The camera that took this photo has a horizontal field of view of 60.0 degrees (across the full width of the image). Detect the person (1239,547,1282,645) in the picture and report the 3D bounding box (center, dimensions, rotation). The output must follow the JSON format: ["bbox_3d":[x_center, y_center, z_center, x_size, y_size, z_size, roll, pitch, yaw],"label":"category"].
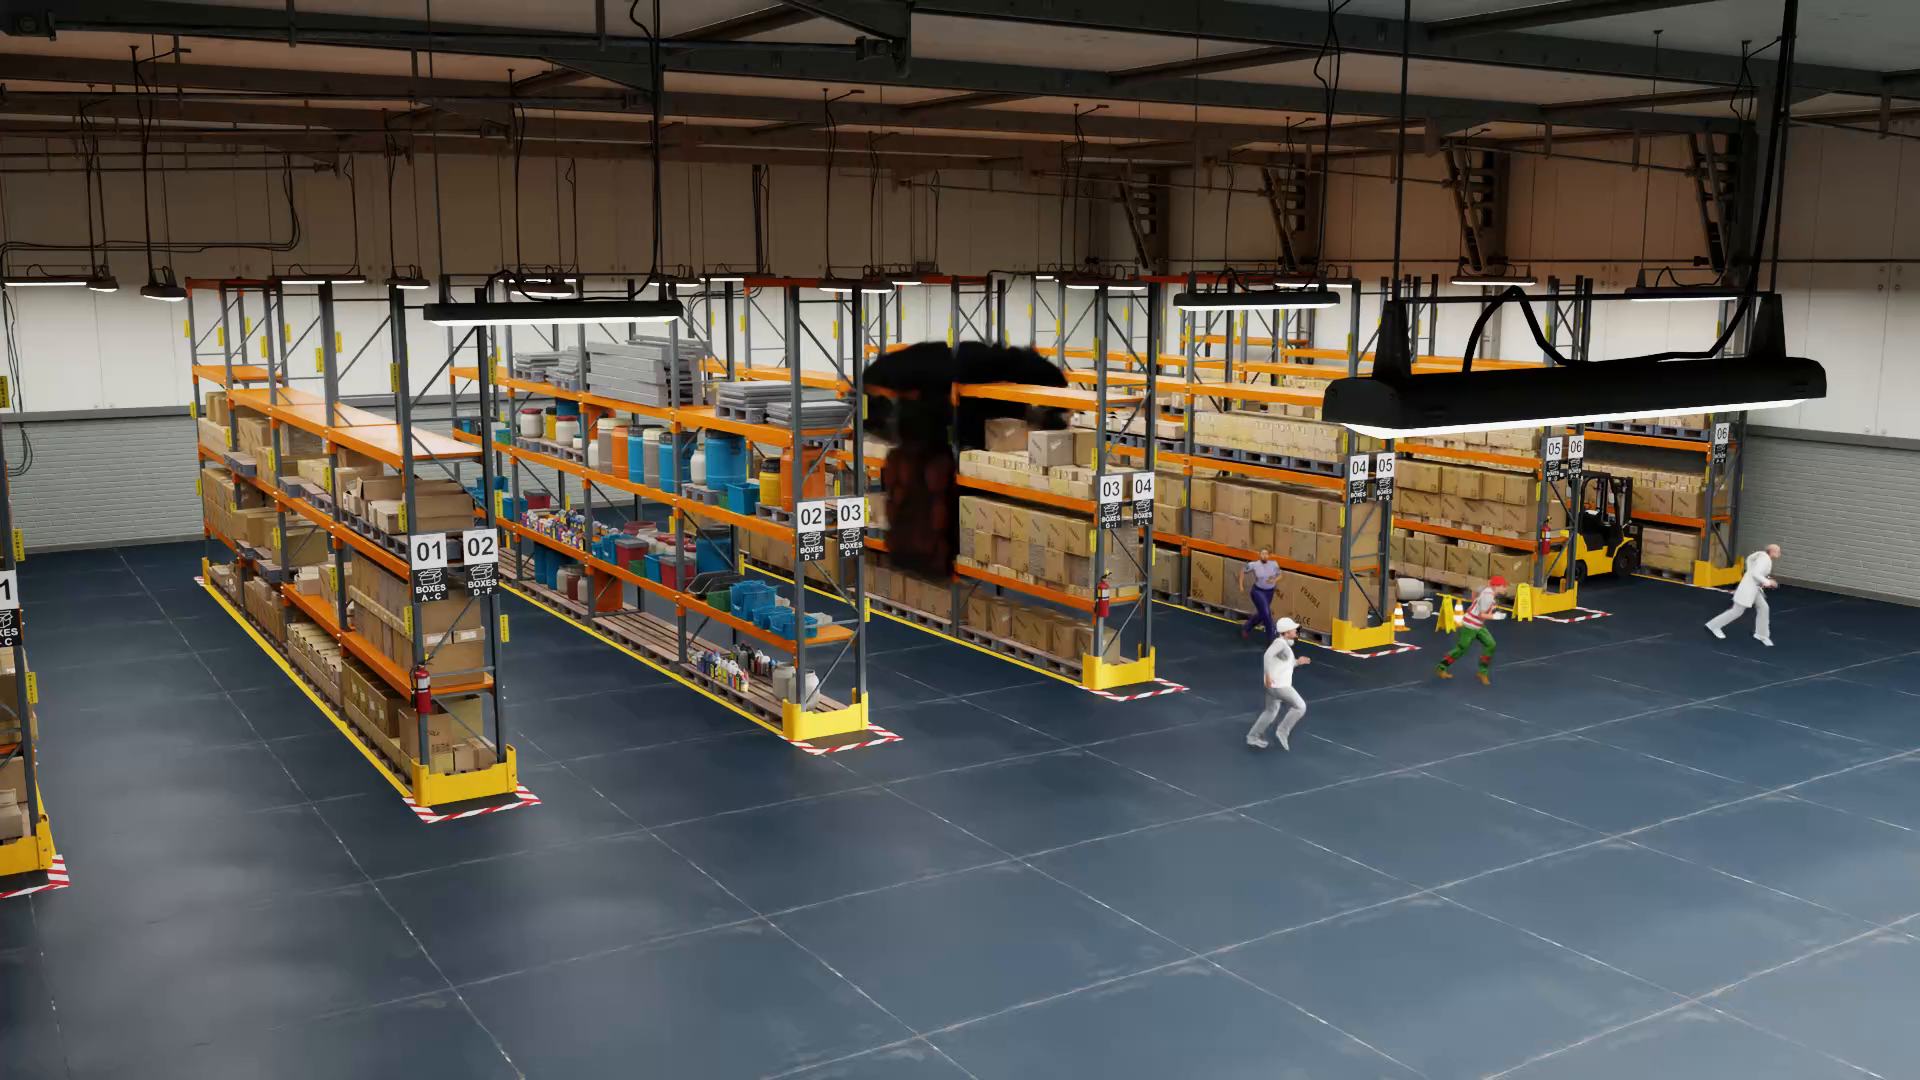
[{"bbox_3d":[5.009,0.939,27.602,0.664,1.670,0.809,-5,11,-26],"label":"person"}]

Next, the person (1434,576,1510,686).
[{"bbox_3d":[7.711,1.360,25.044,1.010,1.719,0.705,4,10,23],"label":"person"}]

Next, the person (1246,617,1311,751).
[{"bbox_3d":[4.138,1.872,21.557,0.808,1.757,0.683,1,10,5],"label":"person"}]

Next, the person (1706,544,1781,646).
[{"bbox_3d":[13.092,0.897,27.726,1.024,1.743,0.755,4,10,24],"label":"person"}]
